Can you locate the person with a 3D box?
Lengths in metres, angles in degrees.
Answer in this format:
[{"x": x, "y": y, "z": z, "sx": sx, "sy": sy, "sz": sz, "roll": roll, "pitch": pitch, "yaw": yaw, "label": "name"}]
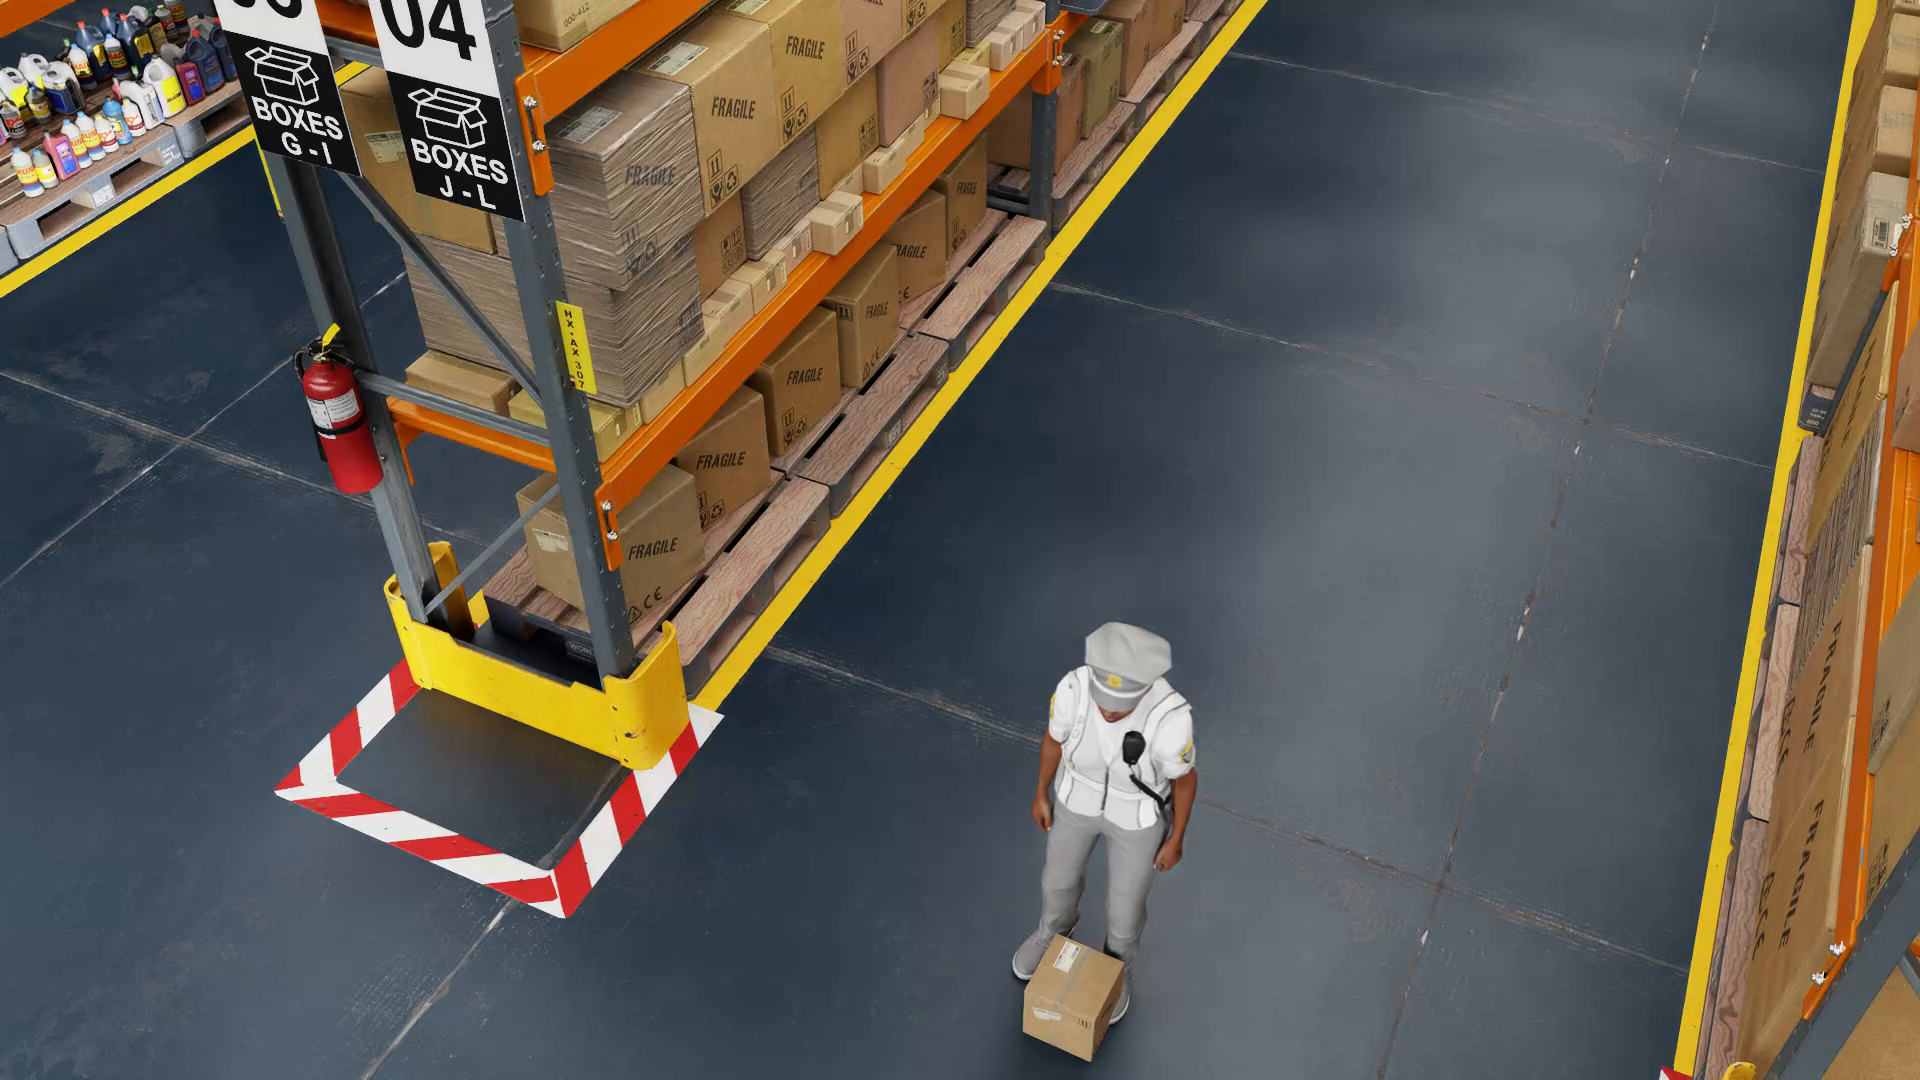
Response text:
[{"x": 0.459, "y": 0.863, "z": 5.211, "sx": 0.517, "sy": 1.657, "sz": 0.417, "roll": 17, "pitch": 45, "yaw": 18, "label": "person"}]
